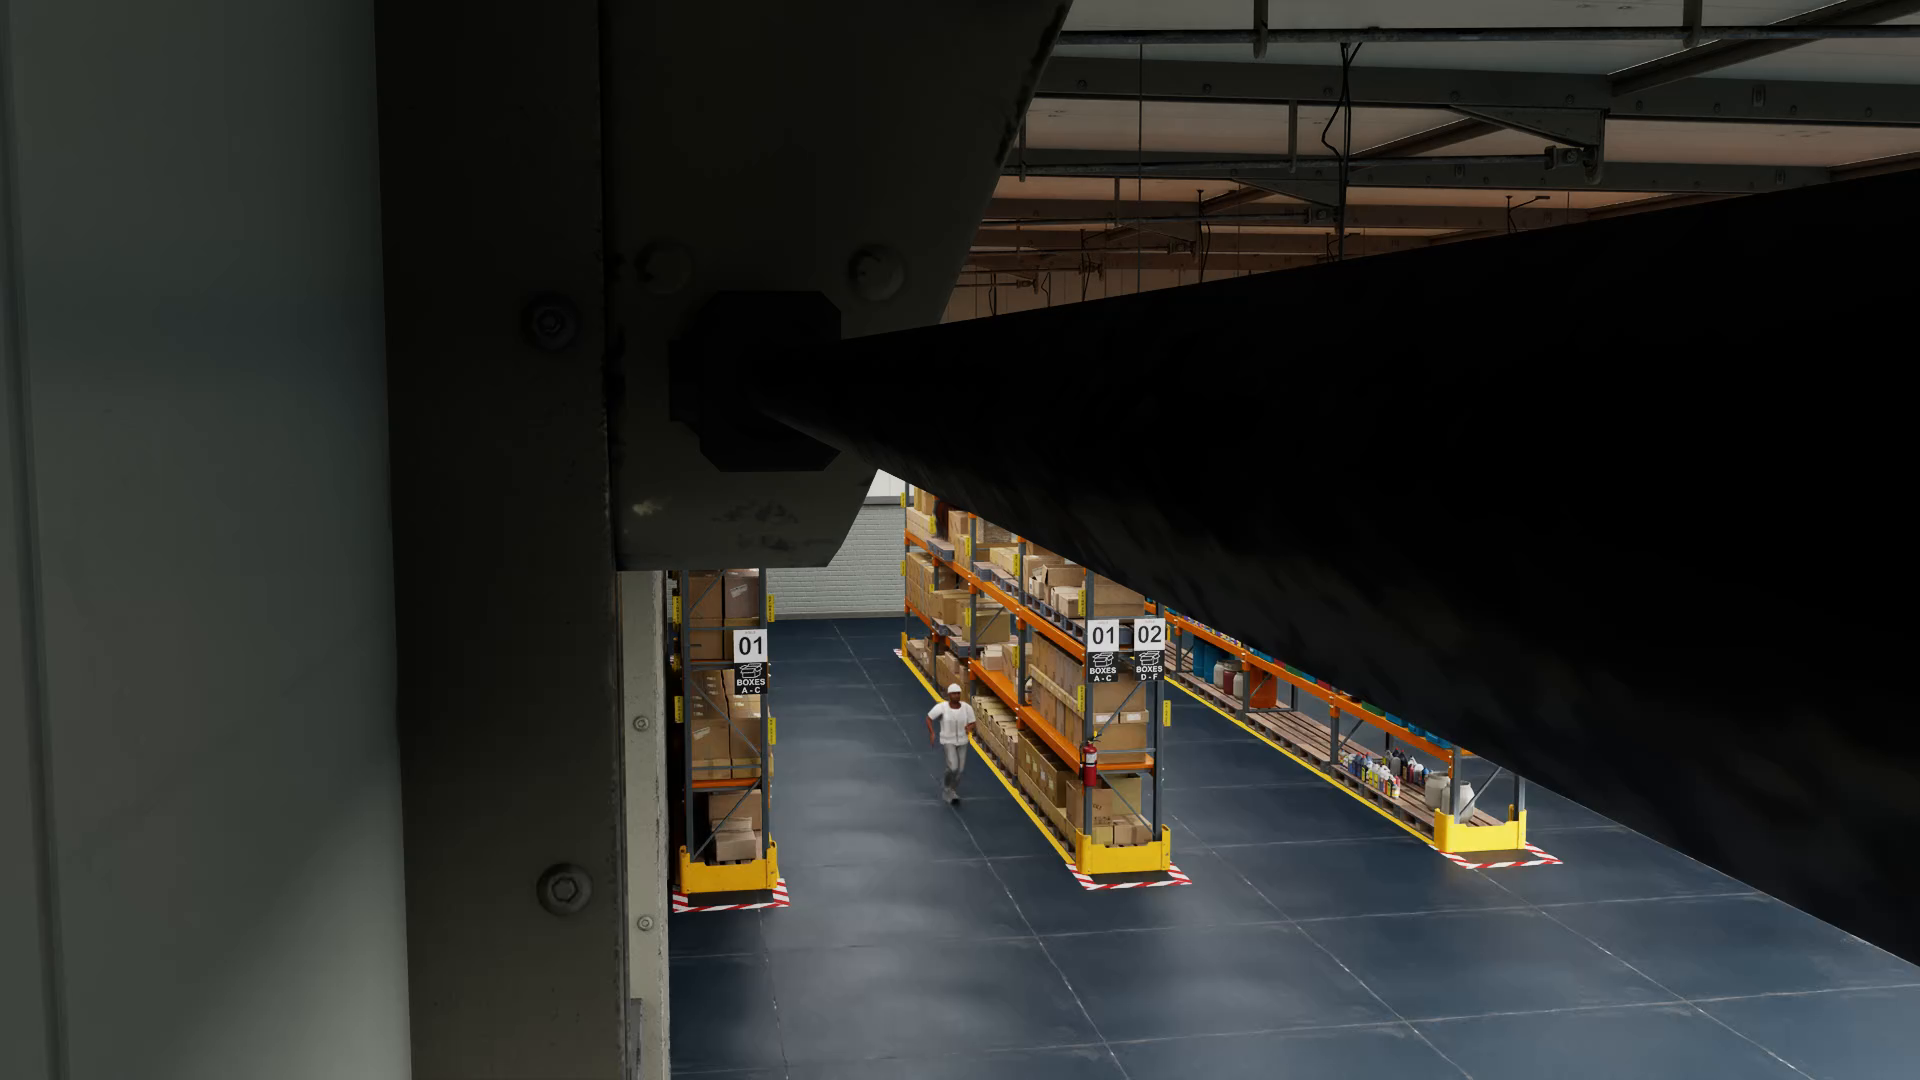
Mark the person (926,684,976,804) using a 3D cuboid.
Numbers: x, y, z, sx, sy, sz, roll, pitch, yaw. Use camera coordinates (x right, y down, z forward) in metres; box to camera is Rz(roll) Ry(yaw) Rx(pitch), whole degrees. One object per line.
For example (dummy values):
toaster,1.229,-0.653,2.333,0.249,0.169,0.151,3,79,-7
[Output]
person,-0.082,2.957,24.104,0.676,1.754,0.683,-2,6,-20
